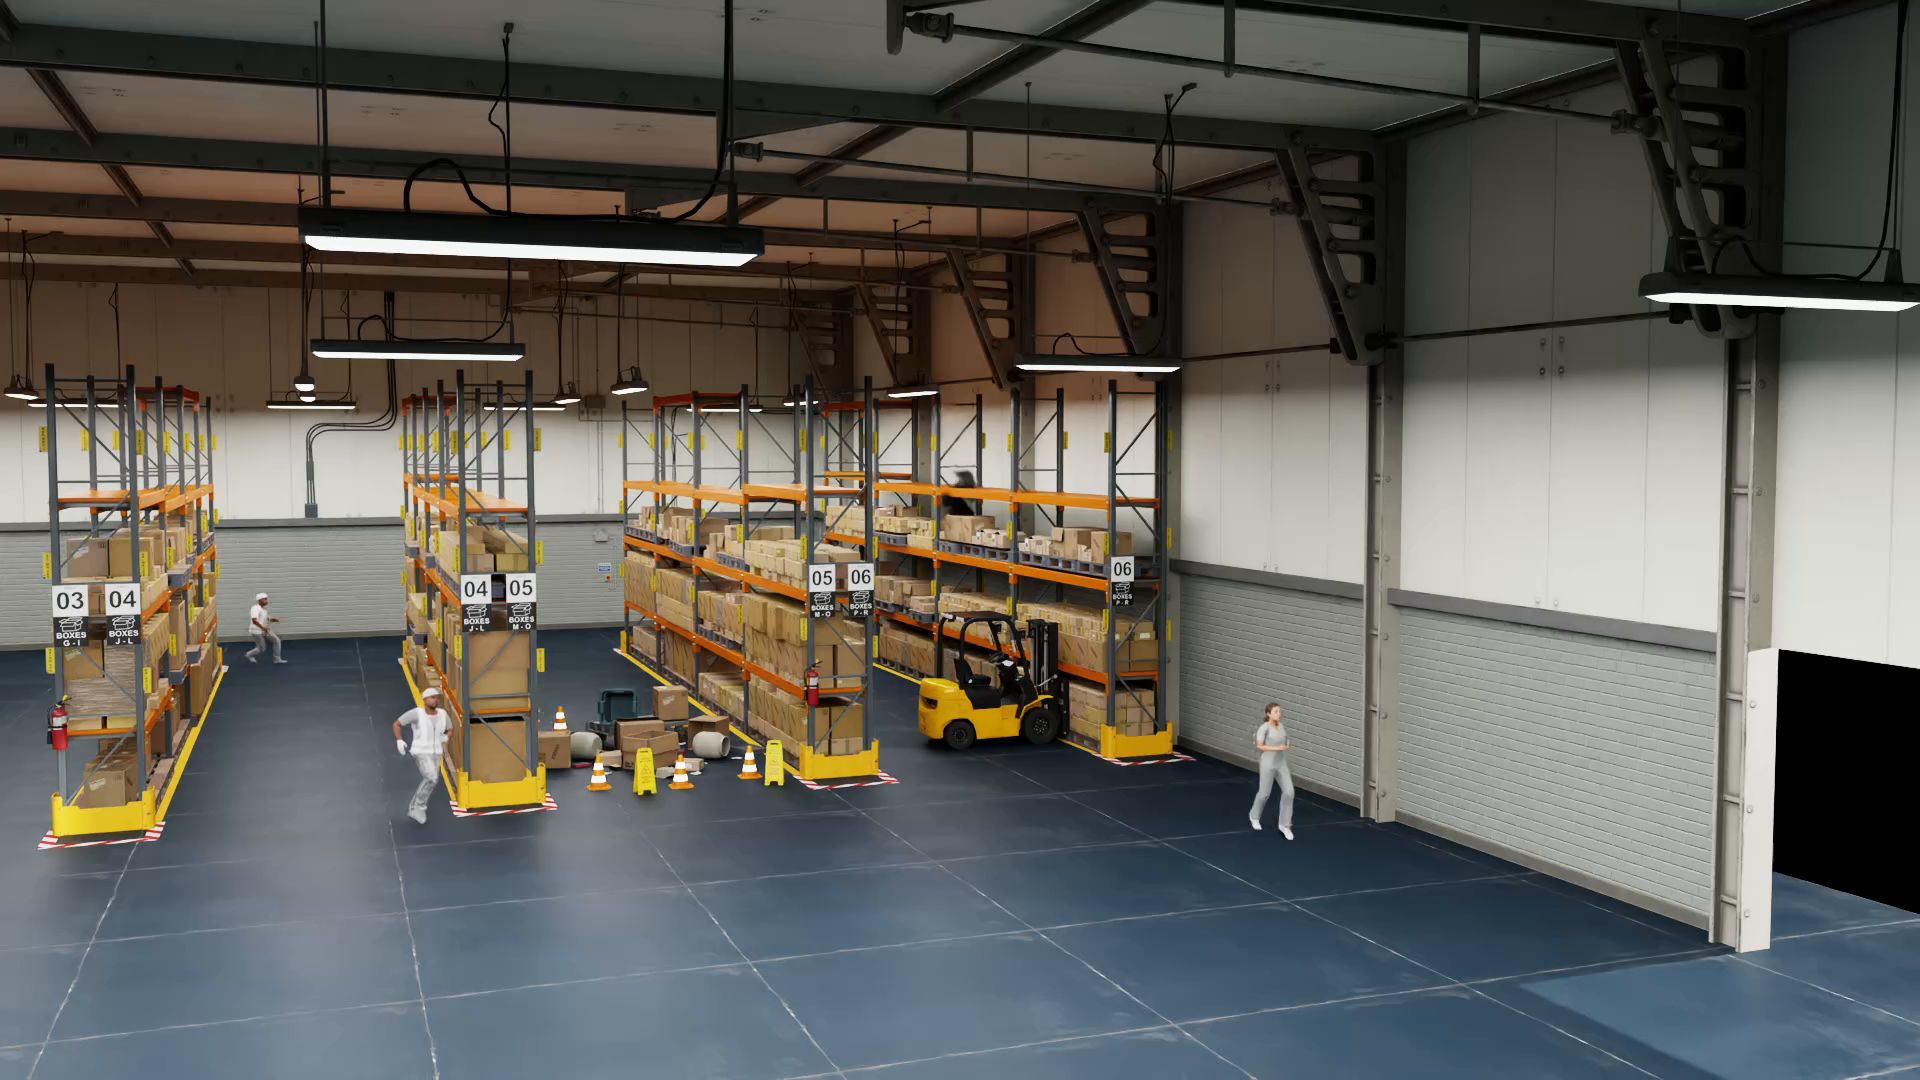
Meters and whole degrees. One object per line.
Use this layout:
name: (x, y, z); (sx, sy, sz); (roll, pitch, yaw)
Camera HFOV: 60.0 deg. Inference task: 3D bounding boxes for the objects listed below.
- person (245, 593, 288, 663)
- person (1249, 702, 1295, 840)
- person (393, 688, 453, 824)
person: (-15.702, 1.999, 37.425); (0.849, 1.609, 0.778); (1, 3, 9)
person: (3.969, 2.922, 21.194); (0.580, 1.731, 0.775); (-2, 4, -26)
person: (-7.039, 2.836, 22.007); (0.657, 1.748, 0.703); (2, 4, 33)
